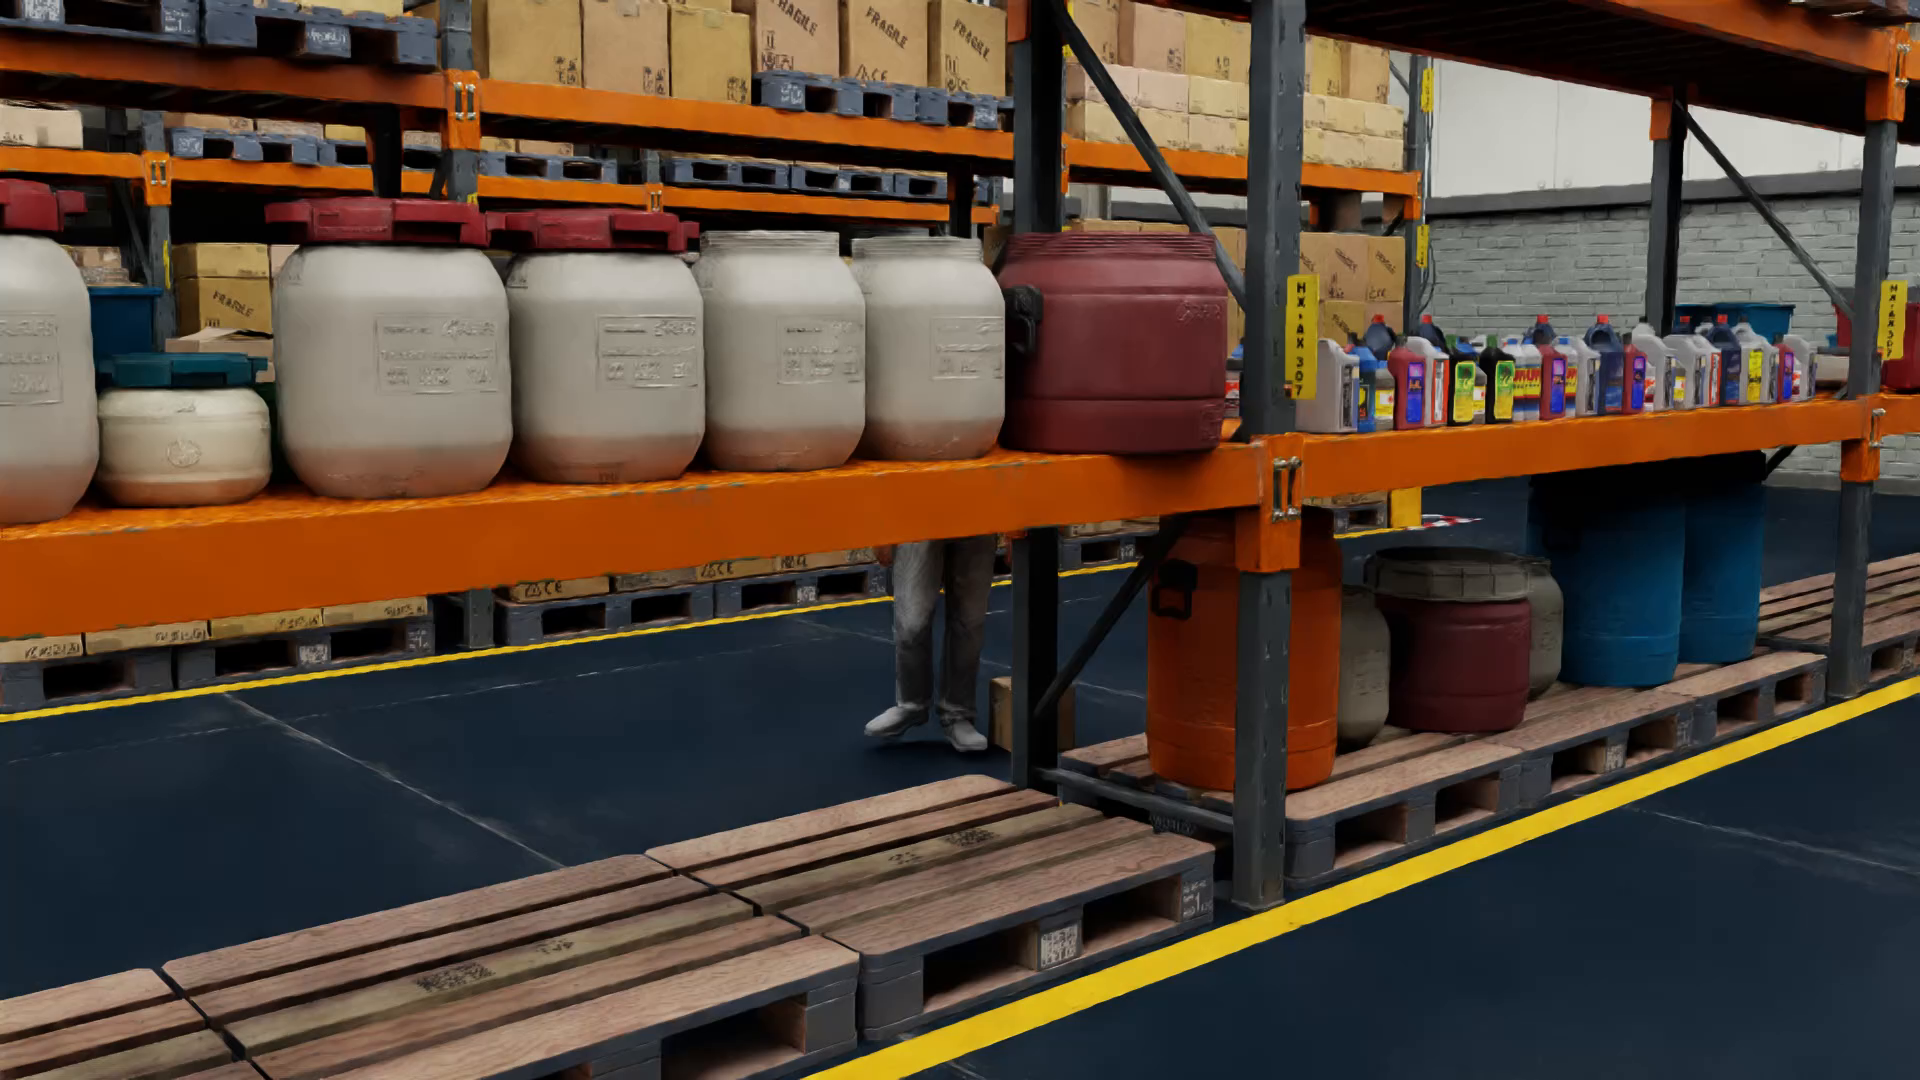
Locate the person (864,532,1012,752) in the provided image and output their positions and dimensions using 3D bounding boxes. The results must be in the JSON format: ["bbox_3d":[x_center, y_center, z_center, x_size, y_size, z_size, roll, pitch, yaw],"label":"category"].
[{"bbox_3d":[-0.063,-0.078,6.264,0.585,1.762,0.386,-3,8,-25],"label":"person"}]
